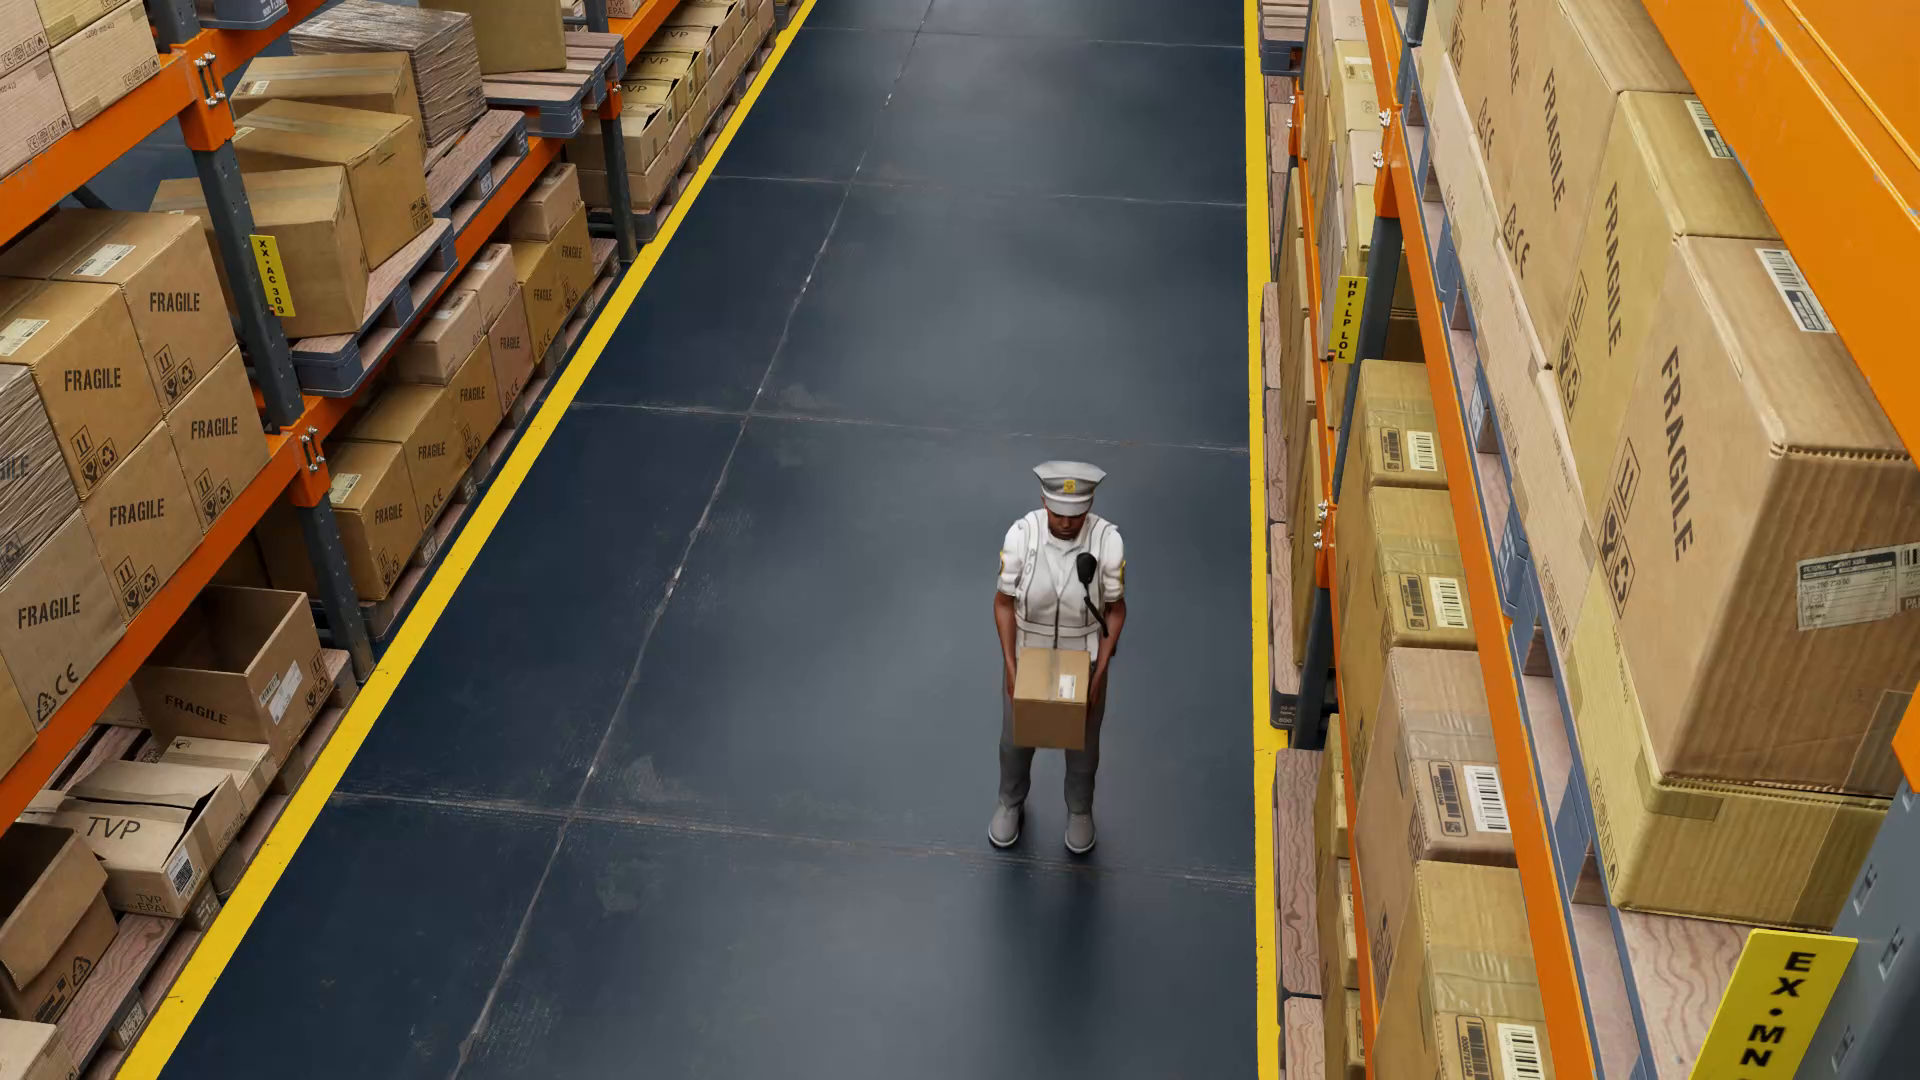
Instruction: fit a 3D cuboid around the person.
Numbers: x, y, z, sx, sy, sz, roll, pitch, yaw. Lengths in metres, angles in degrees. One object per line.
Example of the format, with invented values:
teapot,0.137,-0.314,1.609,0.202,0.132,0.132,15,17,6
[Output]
person,0.351,0.447,6.018,0.474,1.687,0.454,4,37,5
